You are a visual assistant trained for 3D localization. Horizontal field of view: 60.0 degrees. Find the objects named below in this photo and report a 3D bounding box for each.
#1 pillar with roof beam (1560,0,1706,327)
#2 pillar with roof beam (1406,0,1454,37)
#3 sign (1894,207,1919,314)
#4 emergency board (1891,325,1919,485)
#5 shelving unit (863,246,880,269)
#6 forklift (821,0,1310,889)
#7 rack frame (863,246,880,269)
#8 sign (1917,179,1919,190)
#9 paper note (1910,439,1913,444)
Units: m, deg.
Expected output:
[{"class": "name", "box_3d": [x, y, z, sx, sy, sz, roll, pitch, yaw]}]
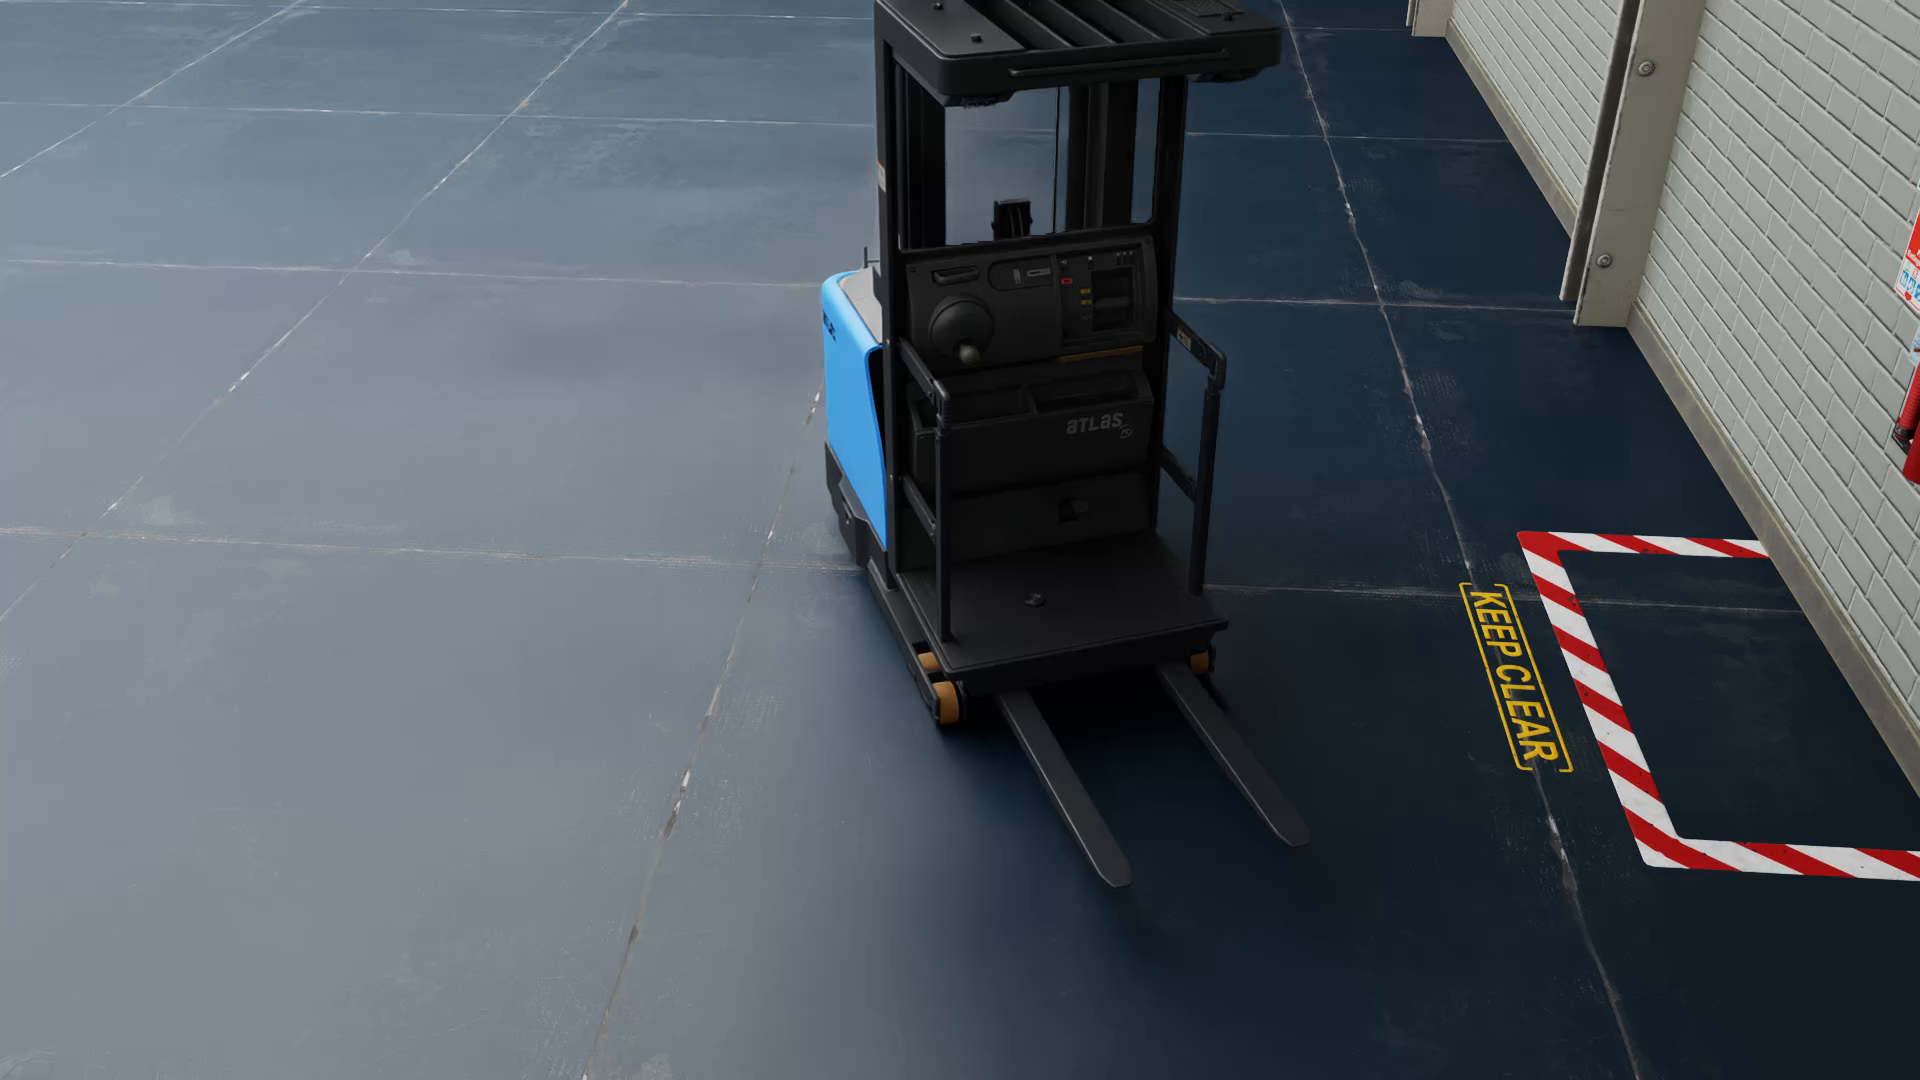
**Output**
[{"class": "pillar with roof beam", "box_3d": [-0.726, -5.297, 7.268, 9.100, 9.000, 0.400, 2, 32, 4]}, {"class": "pillar with roof beam", "box_3d": [-0.238, -8.434, 12.359, 9.100, 9.000, 0.400, 2, 32, 4]}, {"class": "sign", "box_3d": [3.463, -1.012, 6.000, 0.001, 0.329, 0.234, 2, 32, 4]}, {"class": "emergency board", "box_3d": [3.315, -0.712, 5.547, 0.194, 1.169, 0.643, 2, 32, 4]}, {"class": "shelving unit", "box_3d": [-0.294, -0.802, 7.551, 0.215, 1.050, 0.252, -9, 33, -15]}, {"class": "forklift", "box_3d": [0.331, -0.800, 5.755, 1.130, 2.935, 3.031, -9, 33, -15]}, {"class": "rack frame", "box_3d": [-0.331, -0.863, 7.650, 0.200, 1.050, 0.008, -9, 33, -15]}, {"class": "sign", "box_3d": [3.454, -1.236, 5.857, 0.001, 0.109, 0.331, 2, 32, 4]}, {"class": "paper note", "box_3d": [3.399, -0.427, 5.923, 0.016, 0.148, 0.142, 2, 32, 4]}]
